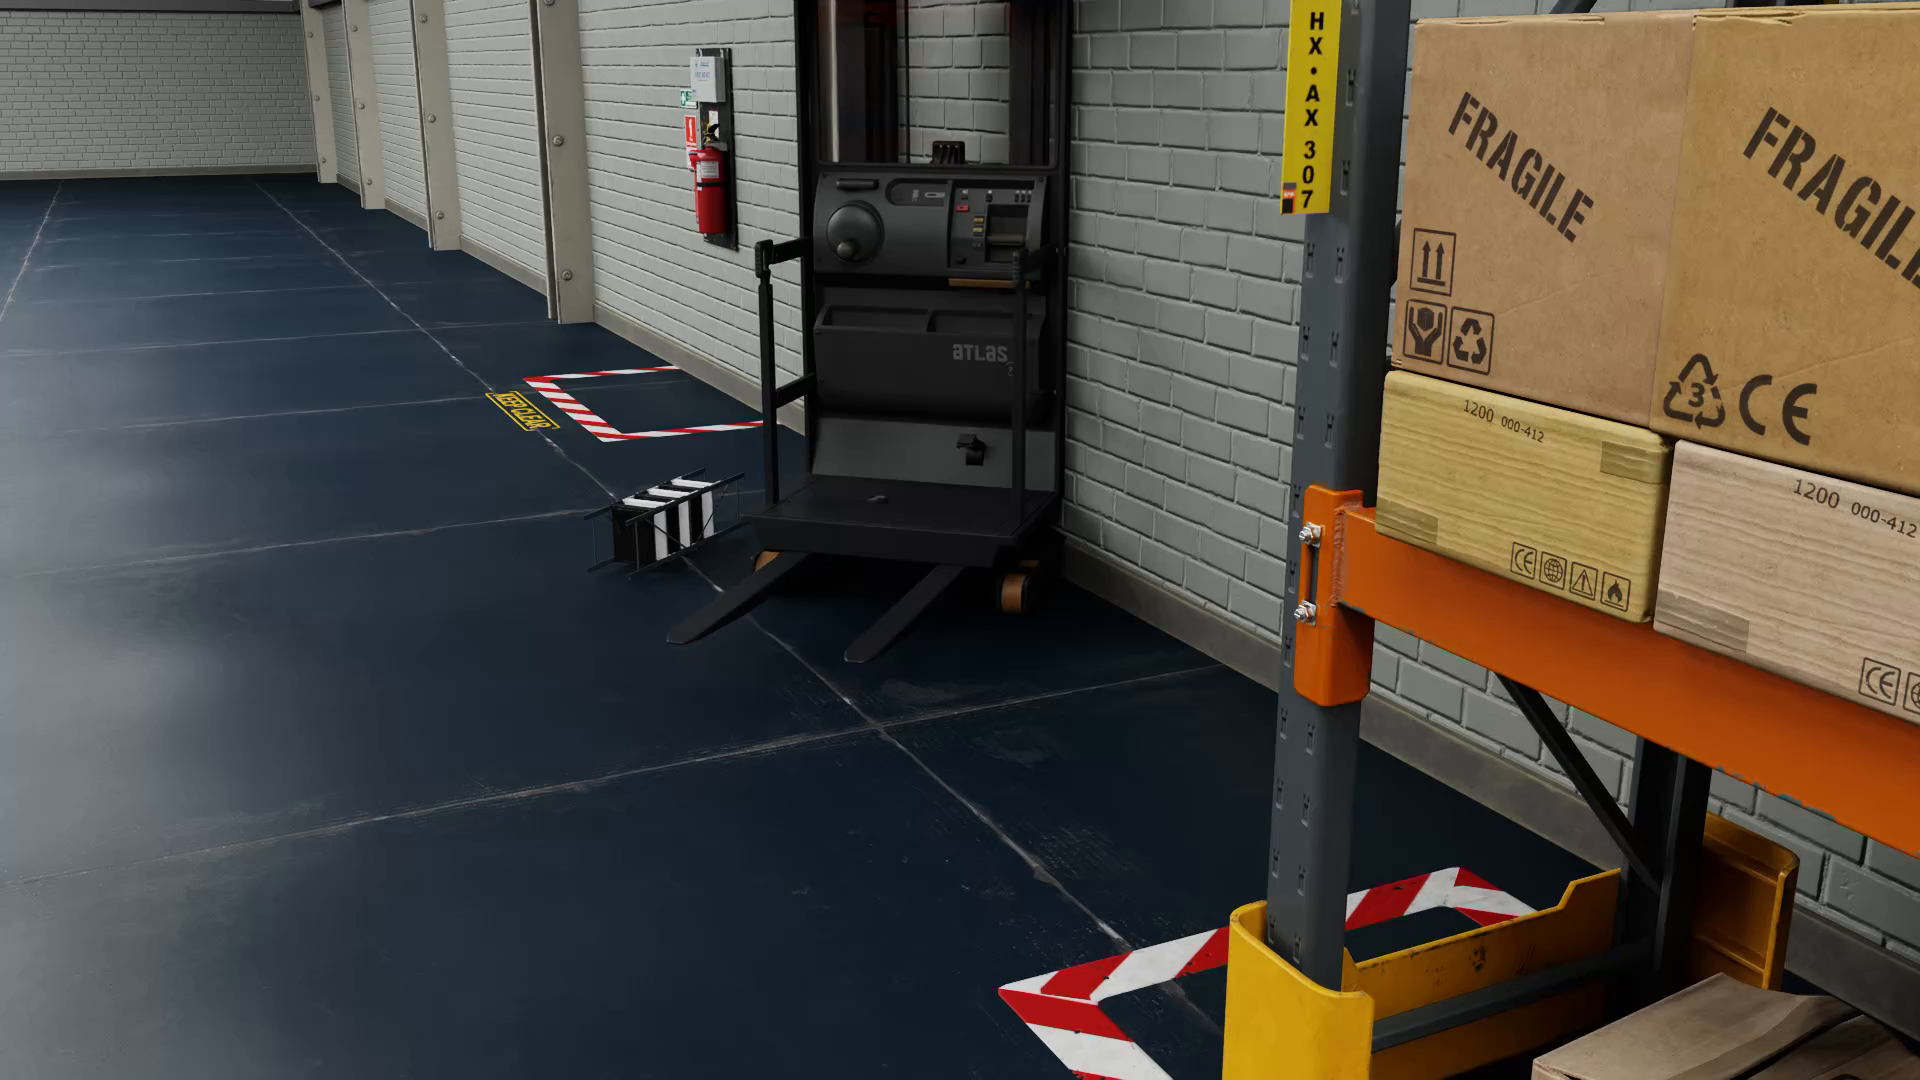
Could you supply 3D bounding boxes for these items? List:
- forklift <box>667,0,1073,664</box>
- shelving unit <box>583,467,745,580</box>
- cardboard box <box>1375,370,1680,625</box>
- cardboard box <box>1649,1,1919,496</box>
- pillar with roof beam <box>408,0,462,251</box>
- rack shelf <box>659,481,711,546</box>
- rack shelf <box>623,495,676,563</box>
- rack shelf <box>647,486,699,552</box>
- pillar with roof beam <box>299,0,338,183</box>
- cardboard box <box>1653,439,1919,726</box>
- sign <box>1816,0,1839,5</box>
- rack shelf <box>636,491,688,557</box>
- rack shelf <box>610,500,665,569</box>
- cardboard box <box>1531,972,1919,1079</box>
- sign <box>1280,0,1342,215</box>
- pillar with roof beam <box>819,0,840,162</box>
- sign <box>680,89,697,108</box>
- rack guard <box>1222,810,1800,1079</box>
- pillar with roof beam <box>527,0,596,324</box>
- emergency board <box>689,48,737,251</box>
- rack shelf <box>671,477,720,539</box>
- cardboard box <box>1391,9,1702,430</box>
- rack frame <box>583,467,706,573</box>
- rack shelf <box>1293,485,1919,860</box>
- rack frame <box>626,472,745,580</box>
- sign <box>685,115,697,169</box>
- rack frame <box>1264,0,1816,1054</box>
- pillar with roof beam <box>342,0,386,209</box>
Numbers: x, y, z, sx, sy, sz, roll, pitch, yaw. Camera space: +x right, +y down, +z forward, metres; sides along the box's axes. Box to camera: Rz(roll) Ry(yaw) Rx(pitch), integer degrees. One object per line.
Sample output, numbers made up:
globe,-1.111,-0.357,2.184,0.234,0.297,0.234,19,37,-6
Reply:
forklift,-0.182,-1.243,6.268,1.130,2.935,3.031,5,17,16
shelving unit,-1.224,-0.083,7.008,0.210,0.258,0.900,7,17,23
cardboard box,0.965,-0.102,2.403,0.500,0.250,0.500,-8,18,-27
cardboard box,1.183,-0.343,1.884,0.500,0.500,0.500,-8,18,-25
pillar with roof beam,-9.634,-7.081,15.612,9.100,9.000,0.400,-8,18,-25
rack shelf,-1.175,-0.115,7.117,0.200,0.258,0.077,7,17,23
rack shelf,-1.283,-0.046,6.879,0.200,0.258,0.077,7,17,23
rack shelf,-1.211,-0.092,7.037,0.200,0.258,0.077,7,17,23
pillar with roof beam,-14.892,-10.057,25.981,9.100,9.000,0.400,-8,18,-25
cardboard box,1.206,0.025,1.960,0.500,0.250,0.500,-8,18,-27
sign,1.545,-1.094,2.953,0.100,0.325,0.005,-8,18,-25
rack shelf,-1.247,-0.069,6.958,0.200,0.258,0.077,7,17,23
rack shelf,-1.319,-0.024,6.800,0.200,0.258,0.077,7,17,23
cardboard box,1.259,0.940,2.615,0.500,0.311,0.500,-10,19,-31
sign,0.549,-0.674,2.592,0.100,0.325,0.005,-8,18,-25
pillar with roof beam,-4.377,-4.106,5.244,9.100,9.000,0.400,-8,18,-25
sign,-1.711,-2.779,10.471,0.001,0.109,0.331,-8,18,-25
rack guard,1.070,0.897,3.219,1.175,0.500,0.348,-8,18,-25
pillar with roof beam,-7.006,-5.593,10.428,9.100,9.000,0.400,-8,18,-25
emergency board,-1.556,-2.360,10.035,0.194,1.169,0.643,-8,18,-25
rack shelf,-1.139,-0.137,7.196,0.200,0.258,0.077,7,17,23
cardboard box,0.976,-0.467,2.316,0.500,0.500,0.500,-8,18,-25
rack frame,-1.317,-0.095,7.047,0.006,0.240,0.900,7,17,23
rack shelf,1.913,0.518,1.311,1.077,0.370,4.000,-8,18,-25
rack frame,-1.131,-0.072,6.969,0.006,0.240,0.900,7,17,23
sign,-1.705,-2.526,10.551,0.001,0.329,0.234,-8,18,-25
rack frame,1.037,-0.324,2.940,1.000,3.000,0.127,-8,18,-25
pillar with roof beam,-12.263,-8.569,20.797,9.100,9.000,0.400,-8,18,-25
